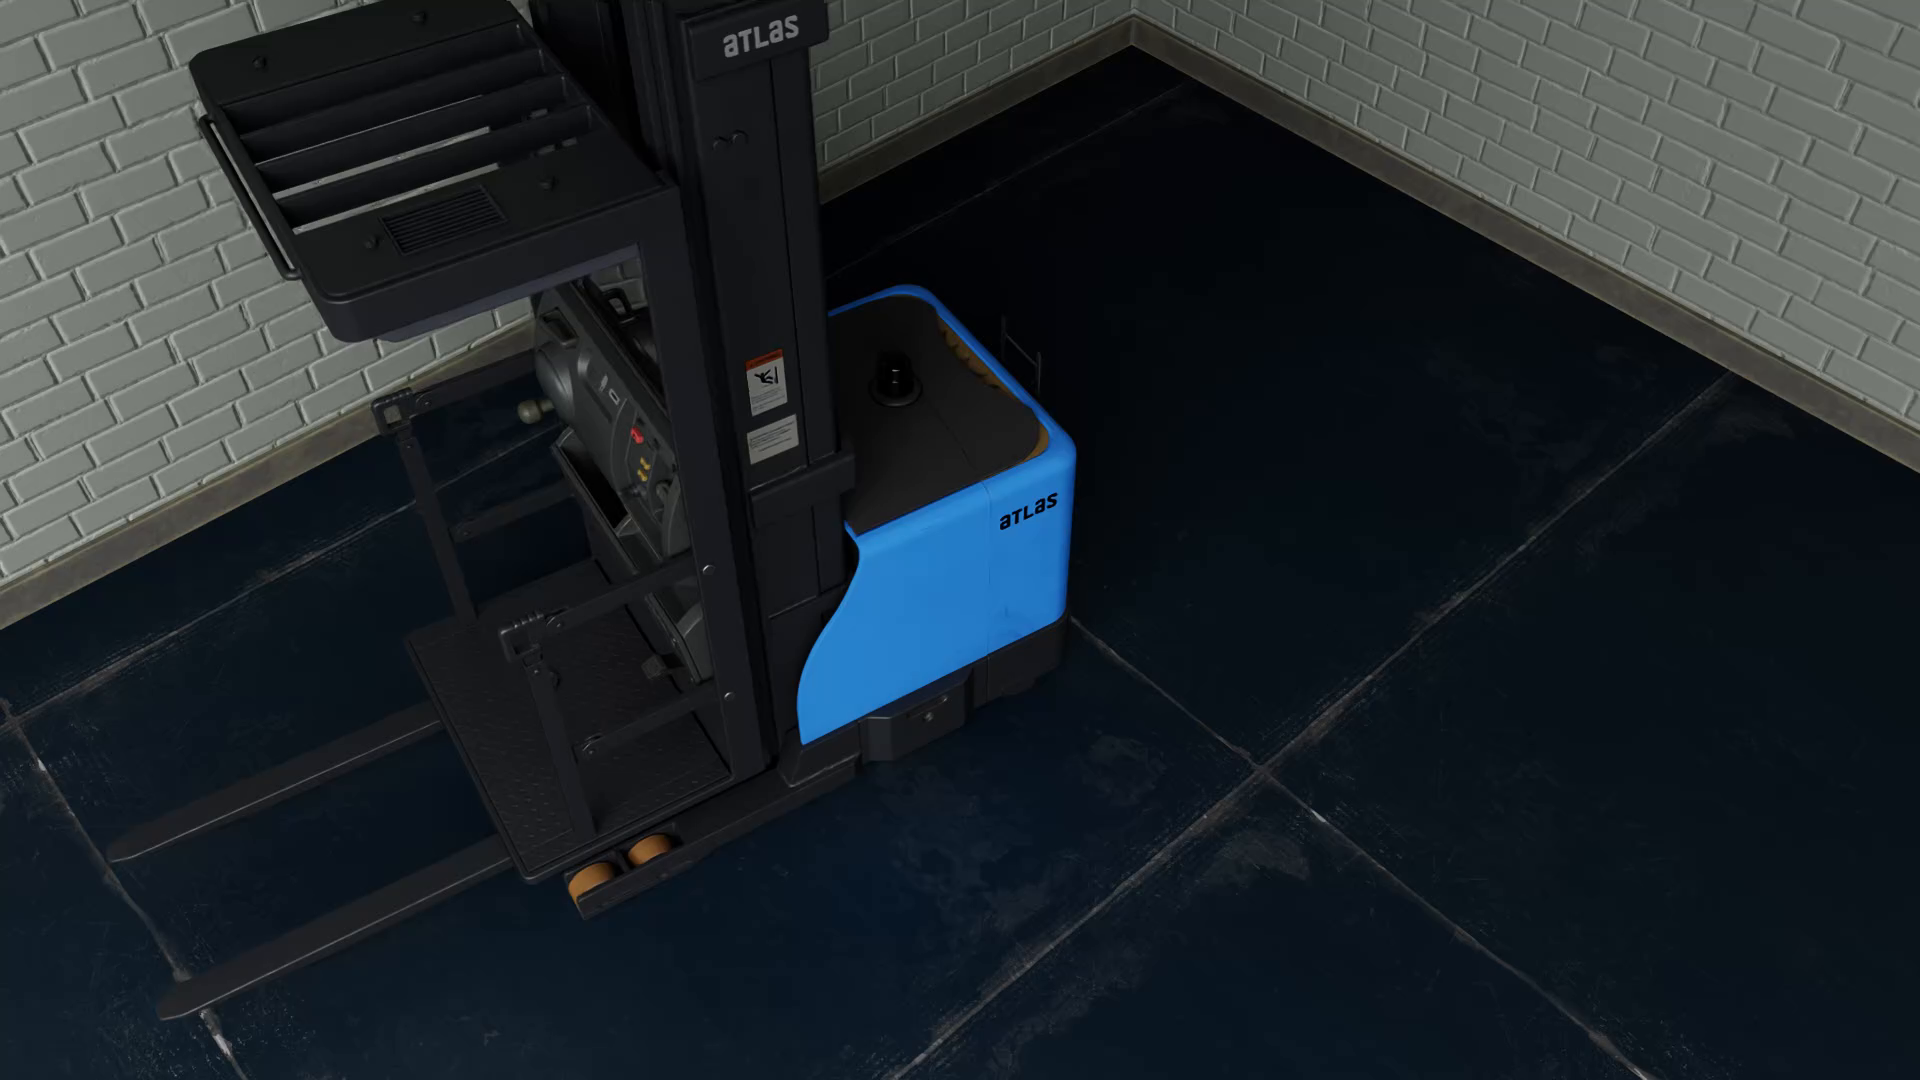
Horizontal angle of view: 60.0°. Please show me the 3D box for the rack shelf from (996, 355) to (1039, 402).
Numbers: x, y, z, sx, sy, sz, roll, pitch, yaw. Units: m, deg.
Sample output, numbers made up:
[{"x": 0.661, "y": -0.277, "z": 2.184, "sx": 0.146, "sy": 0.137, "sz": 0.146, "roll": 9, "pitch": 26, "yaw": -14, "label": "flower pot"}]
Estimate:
[{"x": 0.122, "y": -0.513, "z": 5.789, "sx": 0.200, "sy": 0.077, "sz": 0.258, "roll": -25, "pitch": 52, "yaw": -21, "label": "rack shelf"}]

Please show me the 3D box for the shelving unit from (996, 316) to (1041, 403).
[{"x": 0.122, "y": -0.353, "z": 5.963, "sx": 0.210, "sy": 0.900, "sz": 0.258, "roll": -25, "pitch": 52, "yaw": -21, "label": "shelving unit"}]

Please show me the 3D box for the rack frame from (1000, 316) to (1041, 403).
[{"x": 0.208, "y": -0.392, "z": 5.999, "sx": 0.006, "sy": 0.900, "sz": 0.240, "roll": -25, "pitch": 52, "yaw": -21, "label": "rack frame"}]

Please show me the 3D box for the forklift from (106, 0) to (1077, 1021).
[{"x": -1.149, "y": -0.280, "z": 4.514, "sx": 3.031, "sy": 2.935, "sz": 1.130, "roll": -25, "pitch": 52, "yaw": -21, "label": "forklift"}]
